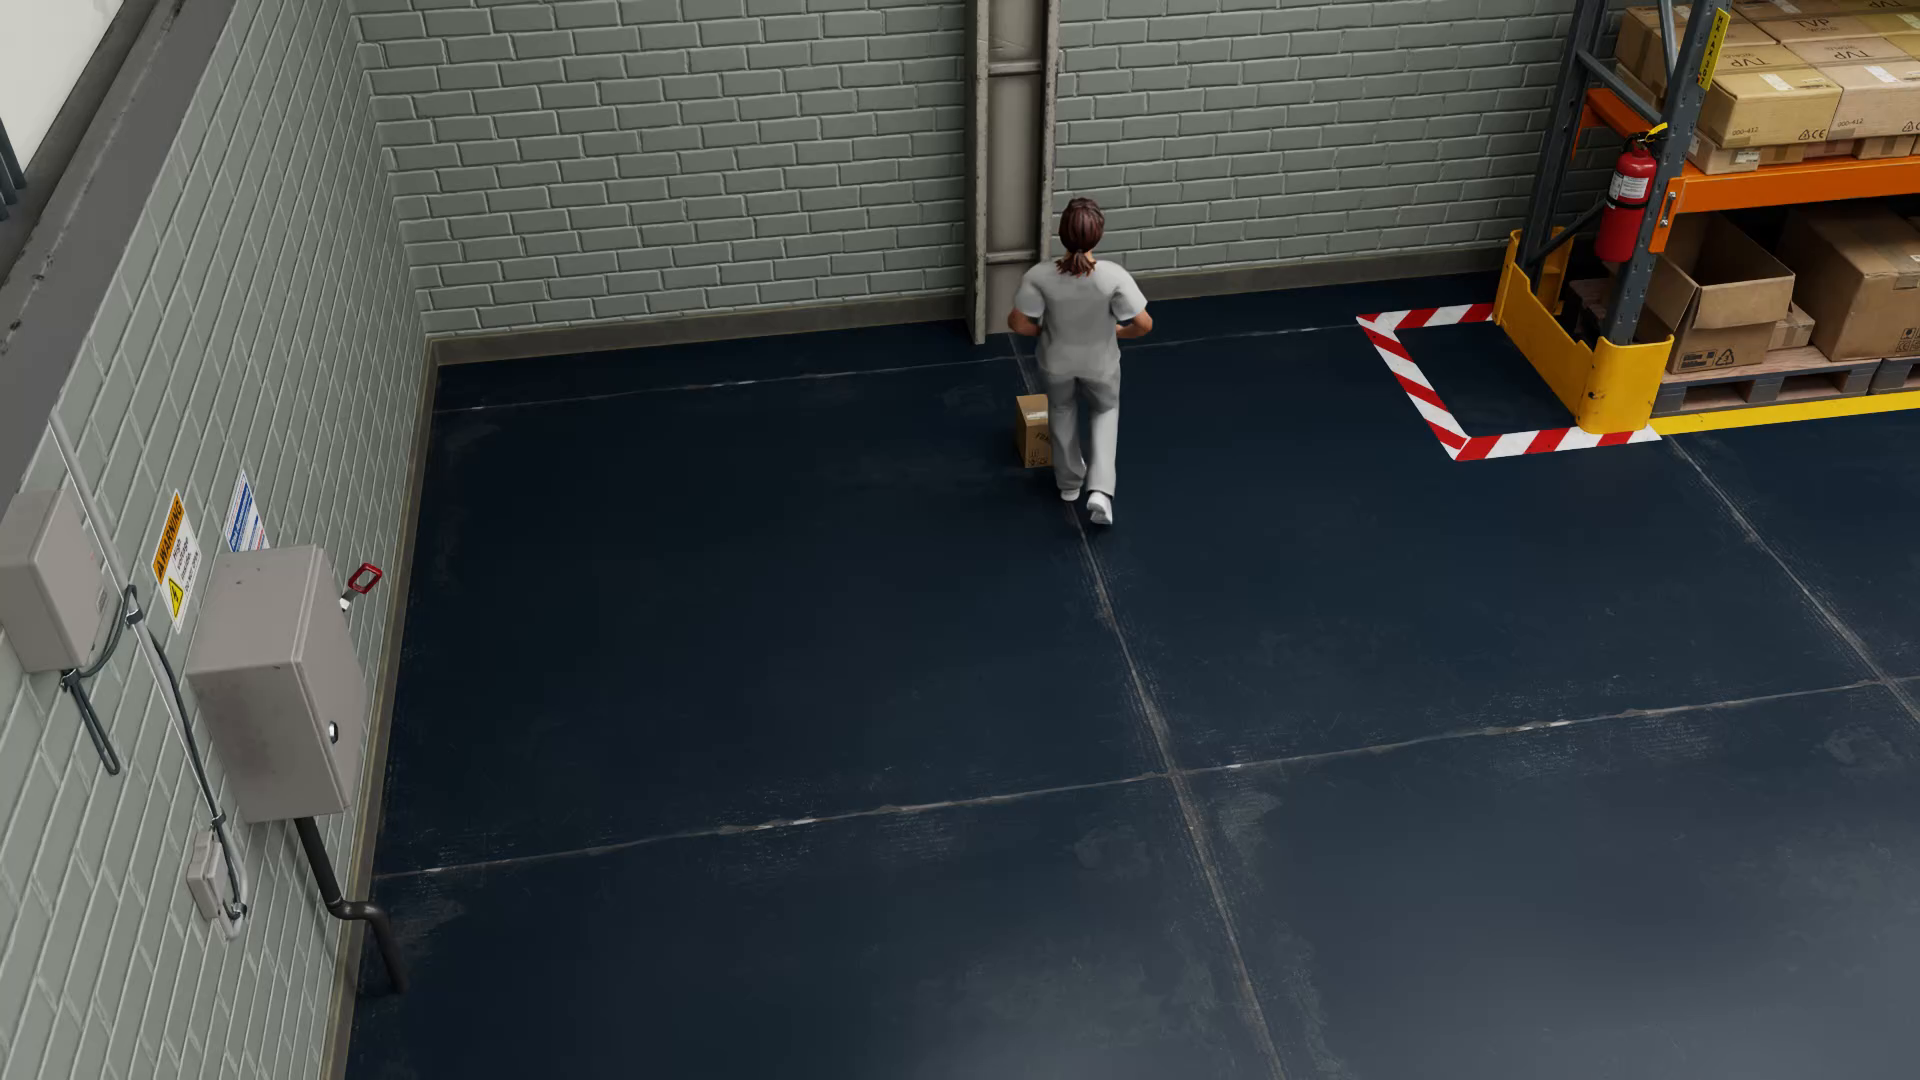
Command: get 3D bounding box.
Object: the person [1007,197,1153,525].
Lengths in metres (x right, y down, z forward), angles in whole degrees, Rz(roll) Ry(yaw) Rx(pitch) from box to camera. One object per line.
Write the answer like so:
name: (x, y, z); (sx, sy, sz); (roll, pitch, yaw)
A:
person: (0.507, -0.799, 7.182); (0.601, 1.624, 0.634); (3, 39, 3)
